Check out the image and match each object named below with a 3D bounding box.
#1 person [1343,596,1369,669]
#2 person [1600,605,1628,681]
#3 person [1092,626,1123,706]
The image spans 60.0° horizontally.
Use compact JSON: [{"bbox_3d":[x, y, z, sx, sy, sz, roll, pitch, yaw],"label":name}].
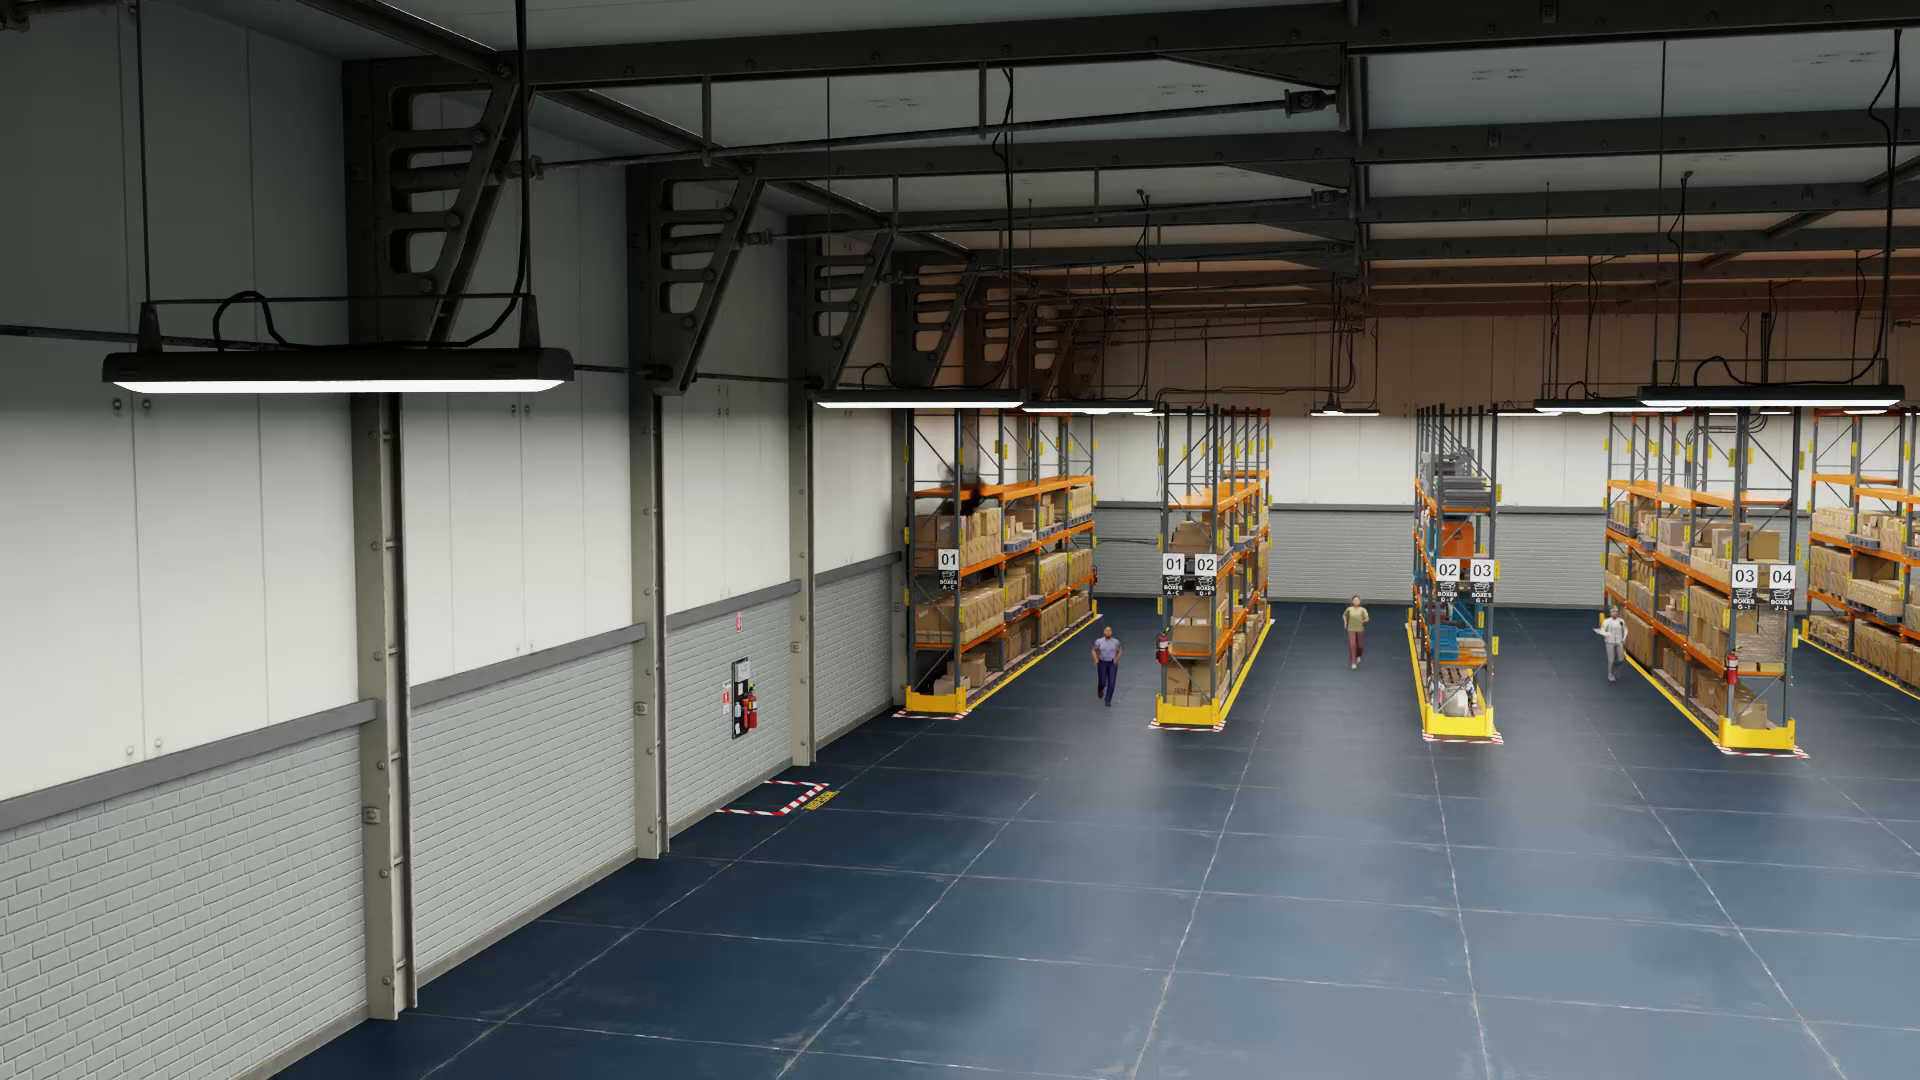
[{"bbox_3d":[9.112,2.100,38.289,0.586,1.645,0.914,1,4,12],"label":"person"},{"bbox_3d":[14.261,2.250,36.175,0.602,1.655,0.554,1,4,9],"label":"person"},{"bbox_3d":[2.932,2.503,33.038,0.607,1.593,0.551,0,4,-1],"label":"person"}]
